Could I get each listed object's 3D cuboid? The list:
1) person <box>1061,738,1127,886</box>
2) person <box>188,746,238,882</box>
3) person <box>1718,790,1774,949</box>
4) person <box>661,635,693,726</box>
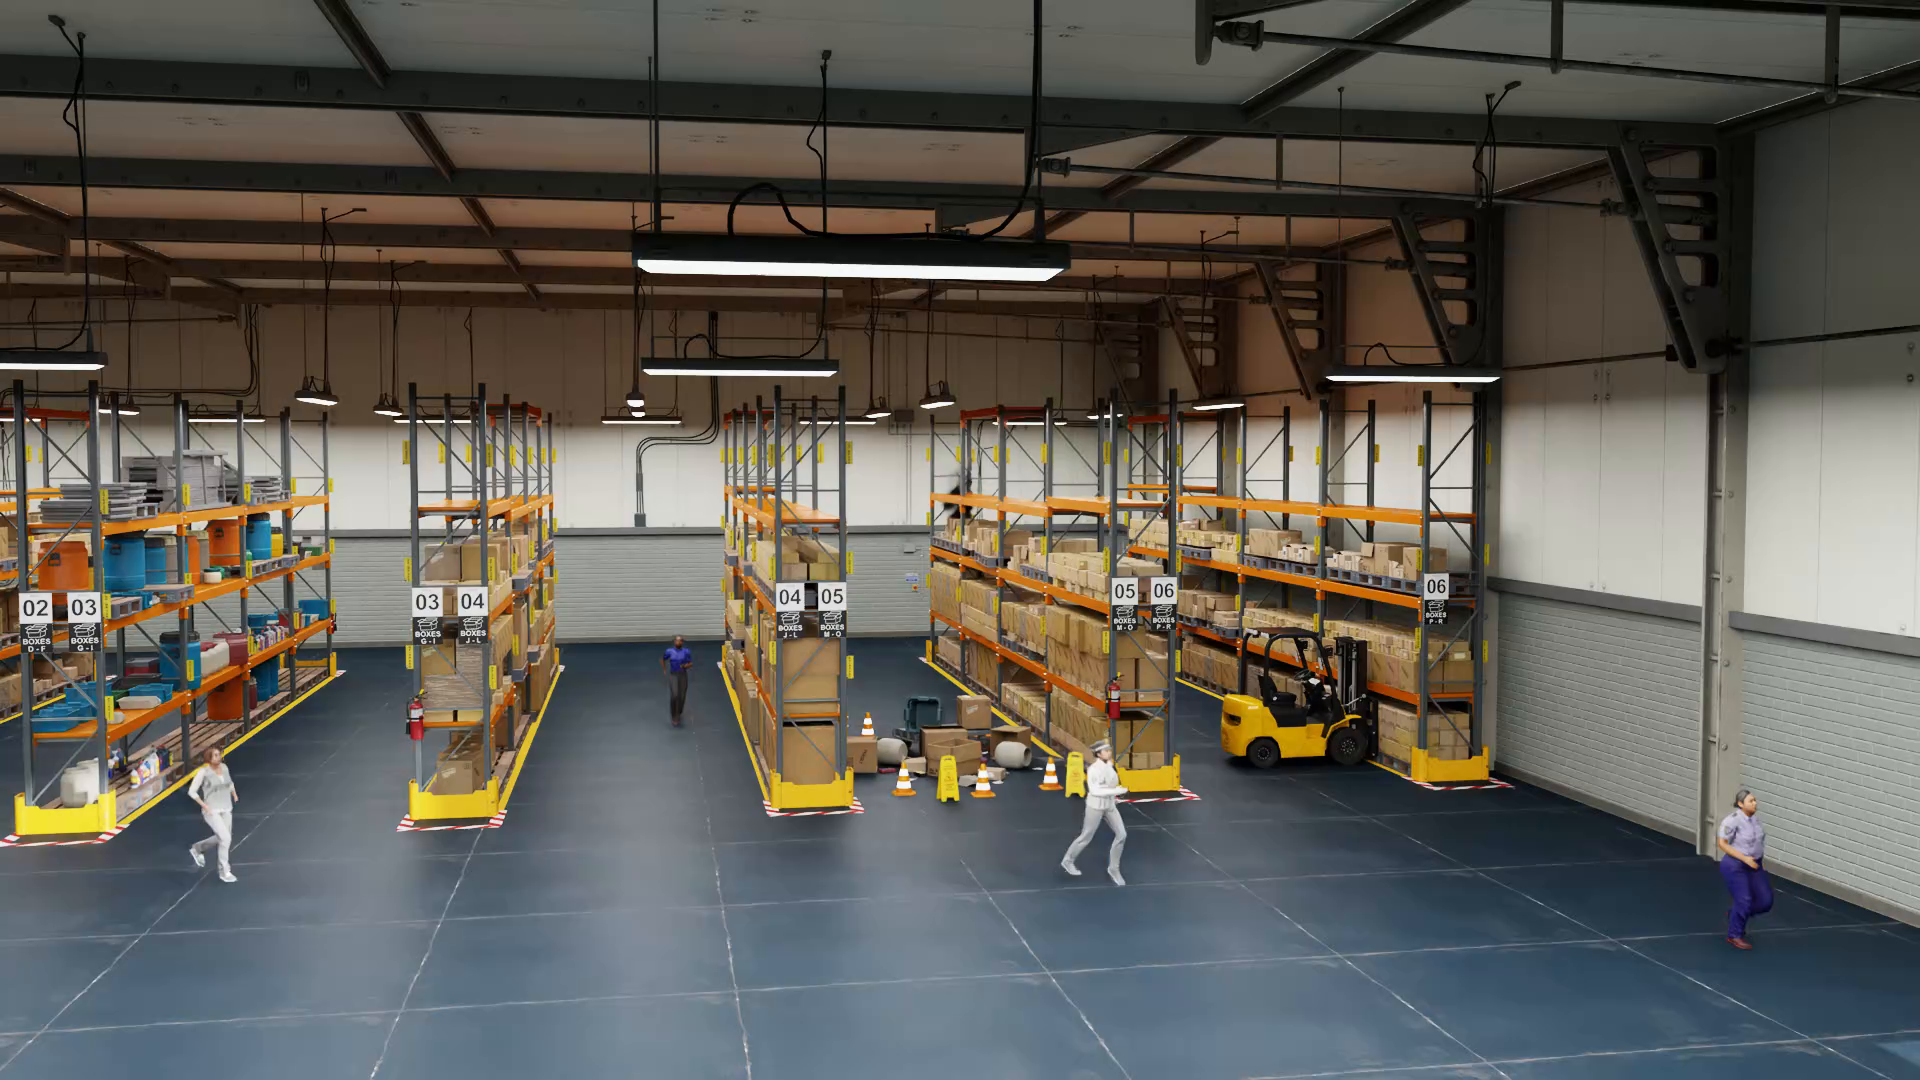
[{"bbox_3d":[1.628,3.169,19.525,0.872,1.739,0.621,2,4,40],"label":"person"},{"bbox_3d":[-8.835,3.226,19.671,0.697,1.590,0.533,1,3,25],"label":"person"},{"bbox_3d":[7.969,3.341,16.916,0.609,1.611,0.546,-1,3,-26],"label":"person"},{"bbox_3d":[-5.249,2.663,30.952,0.543,1.605,0.713,-1,3,-20],"label":"person"}]
